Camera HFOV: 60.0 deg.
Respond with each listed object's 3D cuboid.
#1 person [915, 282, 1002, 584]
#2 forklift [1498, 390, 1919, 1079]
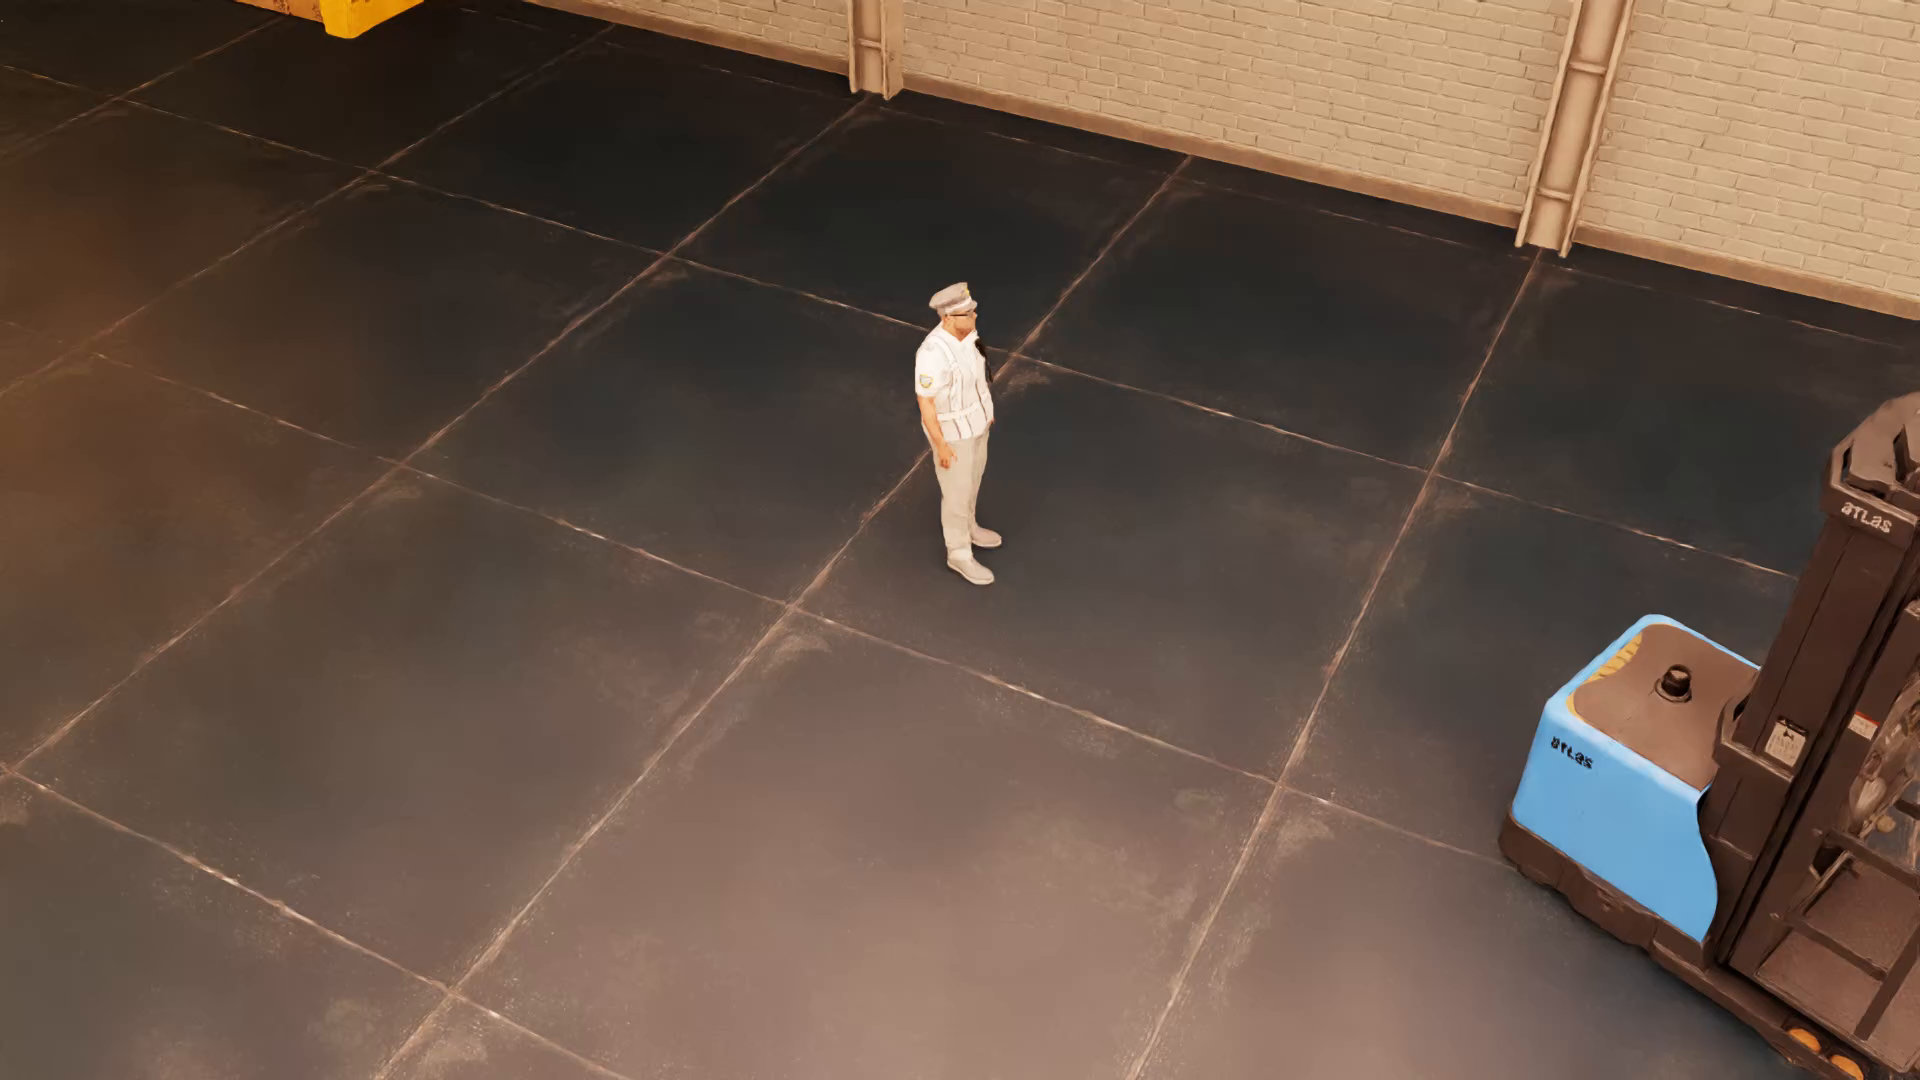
[{"bbox_3d":[0.064,-0.657,9.648,0.574,1.778,0.640,18,43,21],"label":"person"},{"bbox_3d":[4.068,0.949,6.860,1.130,2.935,3.031,-31,49,-31],"label":"forklift"}]
